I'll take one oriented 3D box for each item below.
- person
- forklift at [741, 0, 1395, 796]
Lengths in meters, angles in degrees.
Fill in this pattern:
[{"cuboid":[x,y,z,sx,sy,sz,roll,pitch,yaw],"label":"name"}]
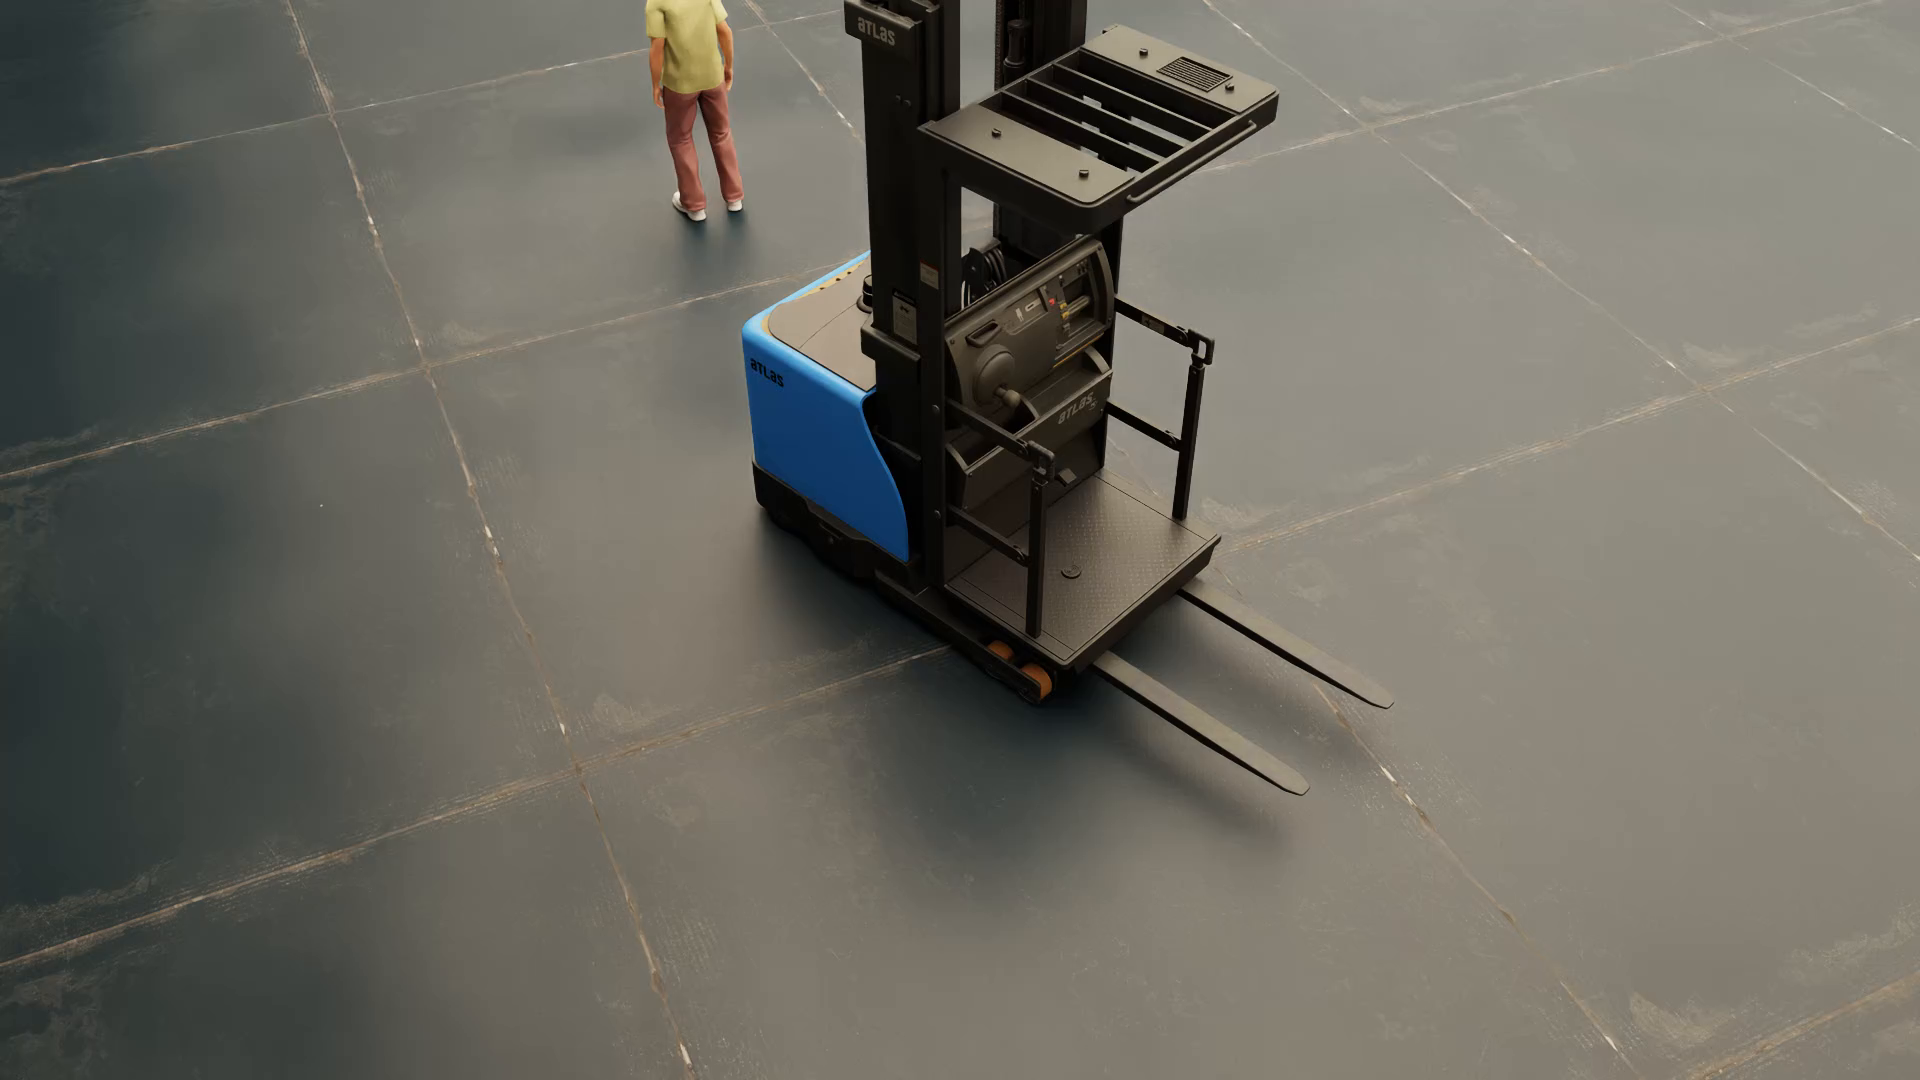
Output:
[{"cuboid":[-1.514,-2.592,9.391,0.507,1.658,0.365,-20,47,-20],"label":"person"},{"cuboid":[0.445,-0.788,6.525,3.031,2.935,1.130,32,52,30],"label":"forklift"}]
